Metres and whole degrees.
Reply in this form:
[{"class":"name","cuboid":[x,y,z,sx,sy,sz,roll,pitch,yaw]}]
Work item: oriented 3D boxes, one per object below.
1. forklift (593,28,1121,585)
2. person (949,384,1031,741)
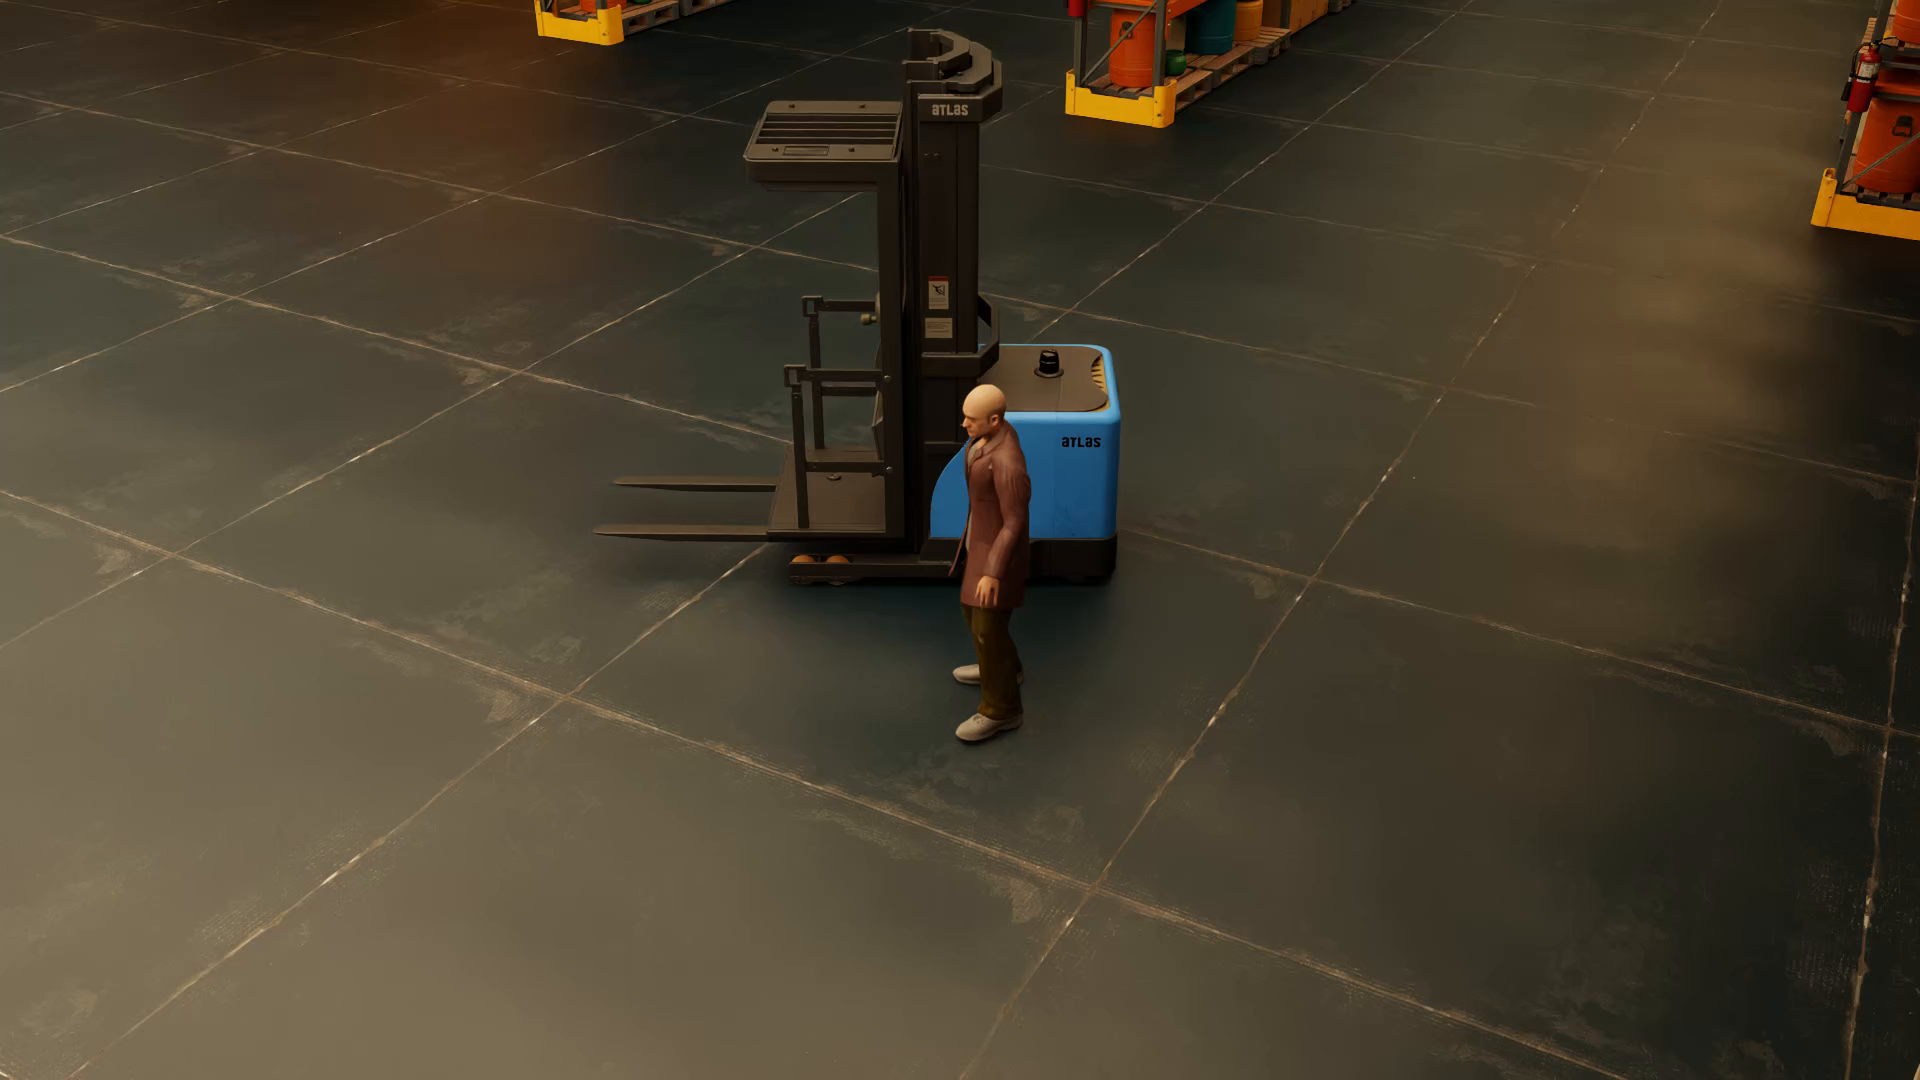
[{"class":"forklift","cuboid":[-0.610,-1.275,9.279,3.031,2.935,1.130,0,30,1]},{"class":"person","cuboid":[0.134,0.044,8.175,0.450,1.753,0.817,-5,30,-9]}]
